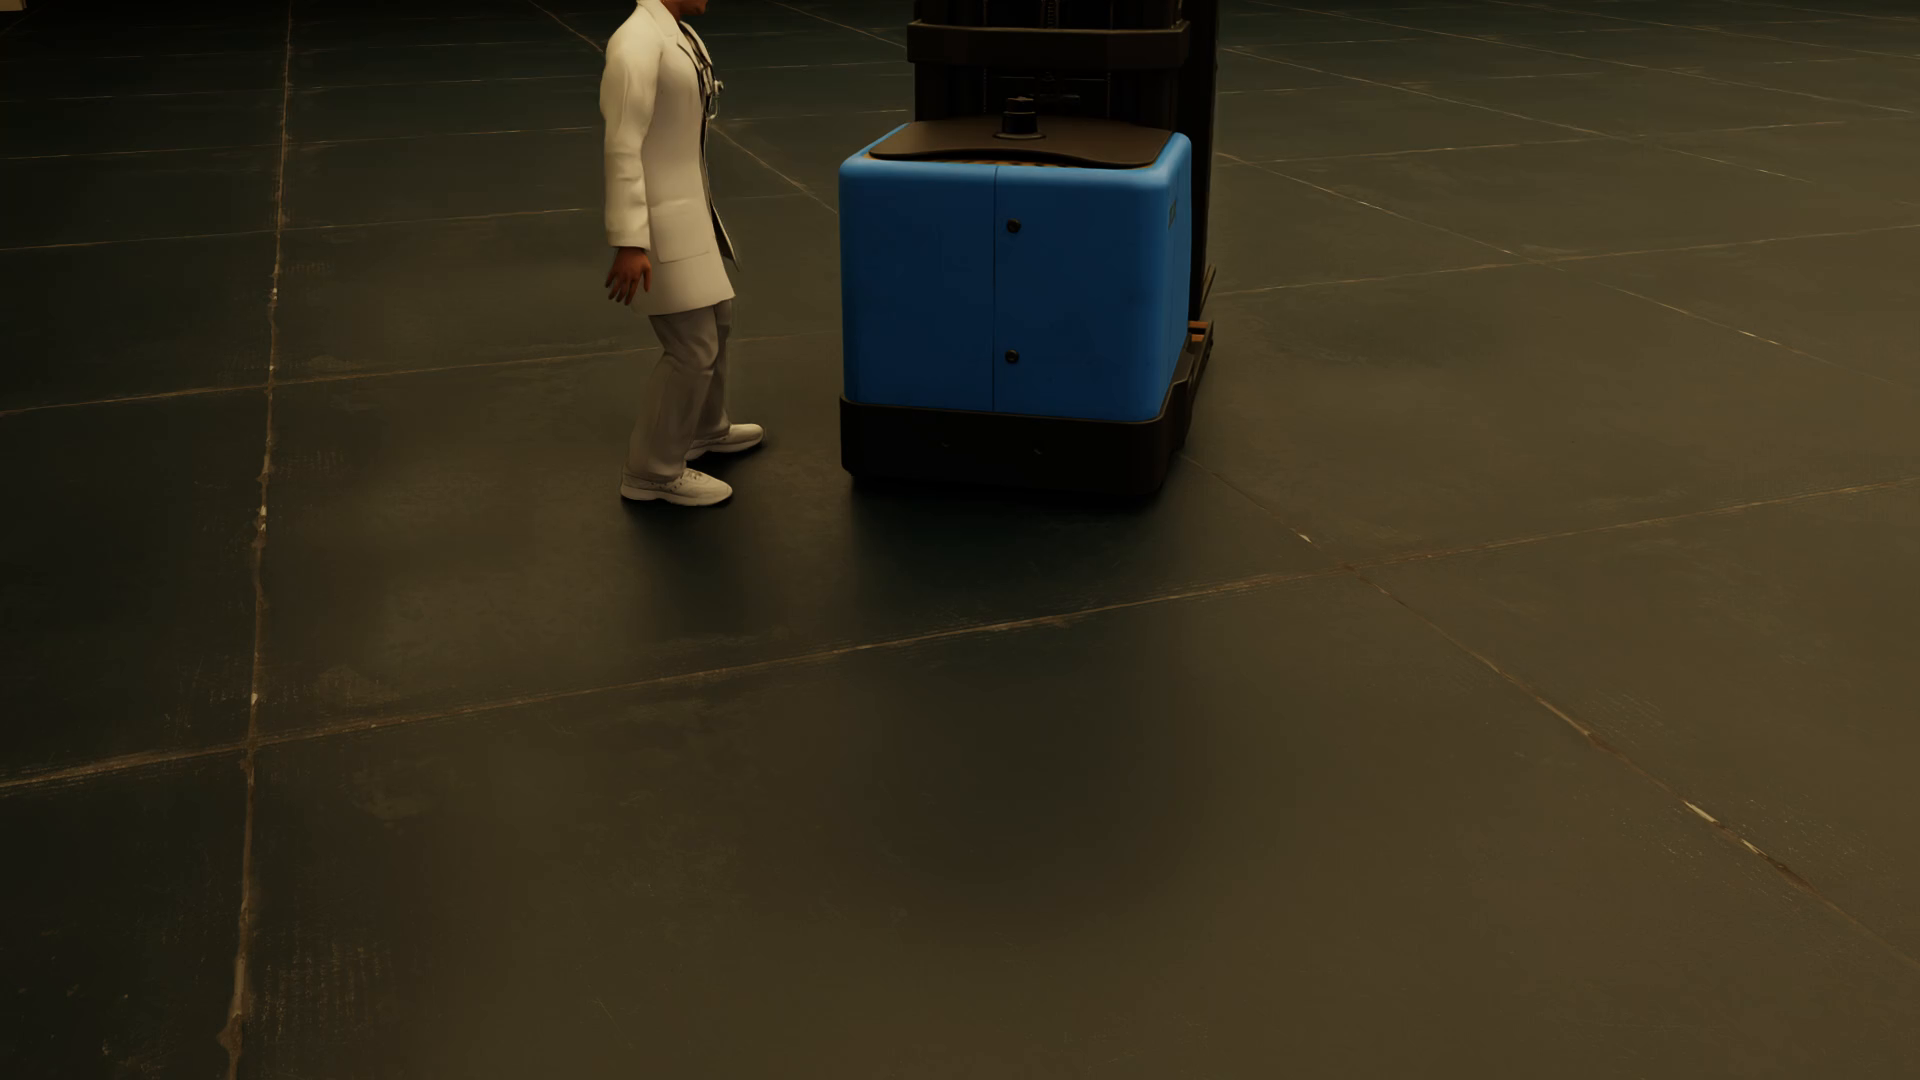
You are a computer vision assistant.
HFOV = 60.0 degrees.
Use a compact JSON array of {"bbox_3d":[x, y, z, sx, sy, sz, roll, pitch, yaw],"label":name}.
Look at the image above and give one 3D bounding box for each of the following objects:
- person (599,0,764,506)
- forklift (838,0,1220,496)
[{"bbox_3d":[-0.896,-0.989,5.182,0.423,1.751,0.878,-1,23,-1],"label":"person"},{"bbox_3d":[0.428,-2.033,6.132,1.130,2.935,3.031,5,23,11],"label":"forklift"}]
